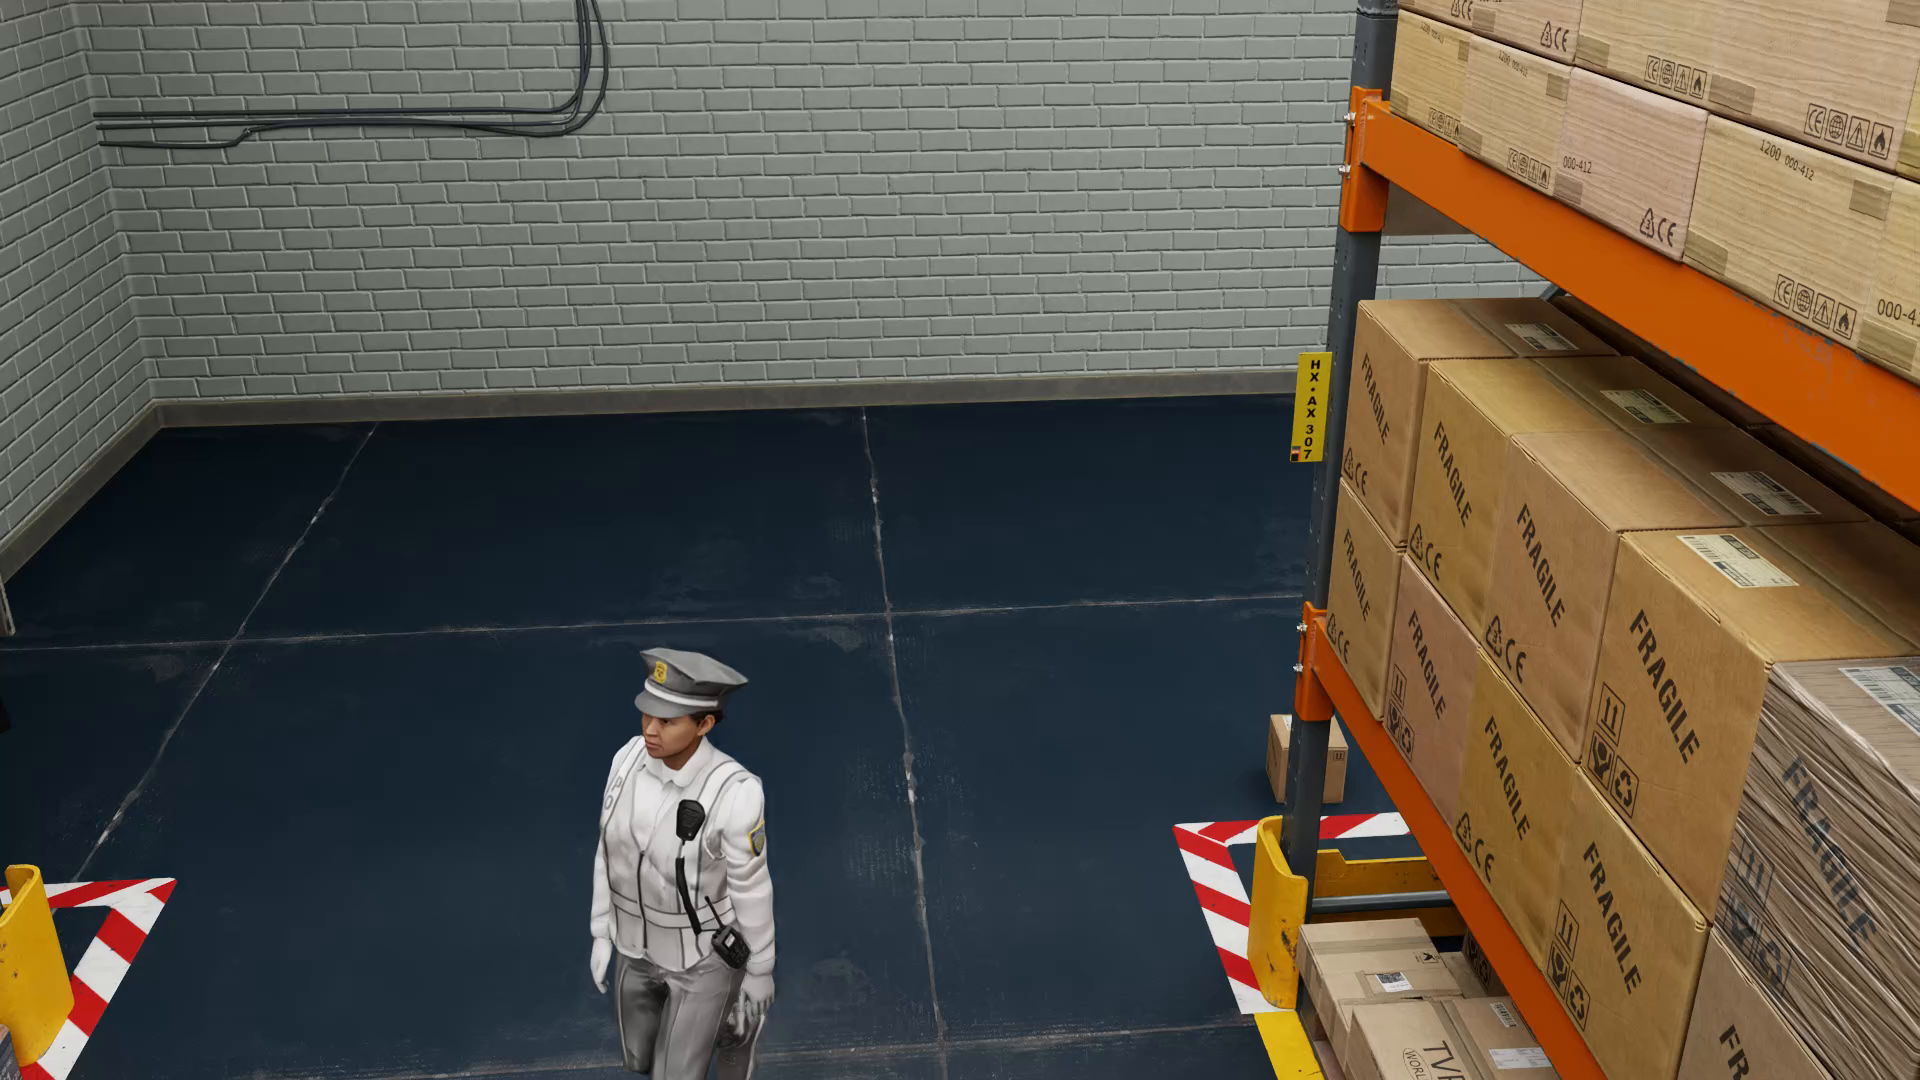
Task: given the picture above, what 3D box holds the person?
[{"bbox_3d":[-0.697,1.011,4.256,0.497,1.658,0.790,14,27,28],"label":"person"}]
